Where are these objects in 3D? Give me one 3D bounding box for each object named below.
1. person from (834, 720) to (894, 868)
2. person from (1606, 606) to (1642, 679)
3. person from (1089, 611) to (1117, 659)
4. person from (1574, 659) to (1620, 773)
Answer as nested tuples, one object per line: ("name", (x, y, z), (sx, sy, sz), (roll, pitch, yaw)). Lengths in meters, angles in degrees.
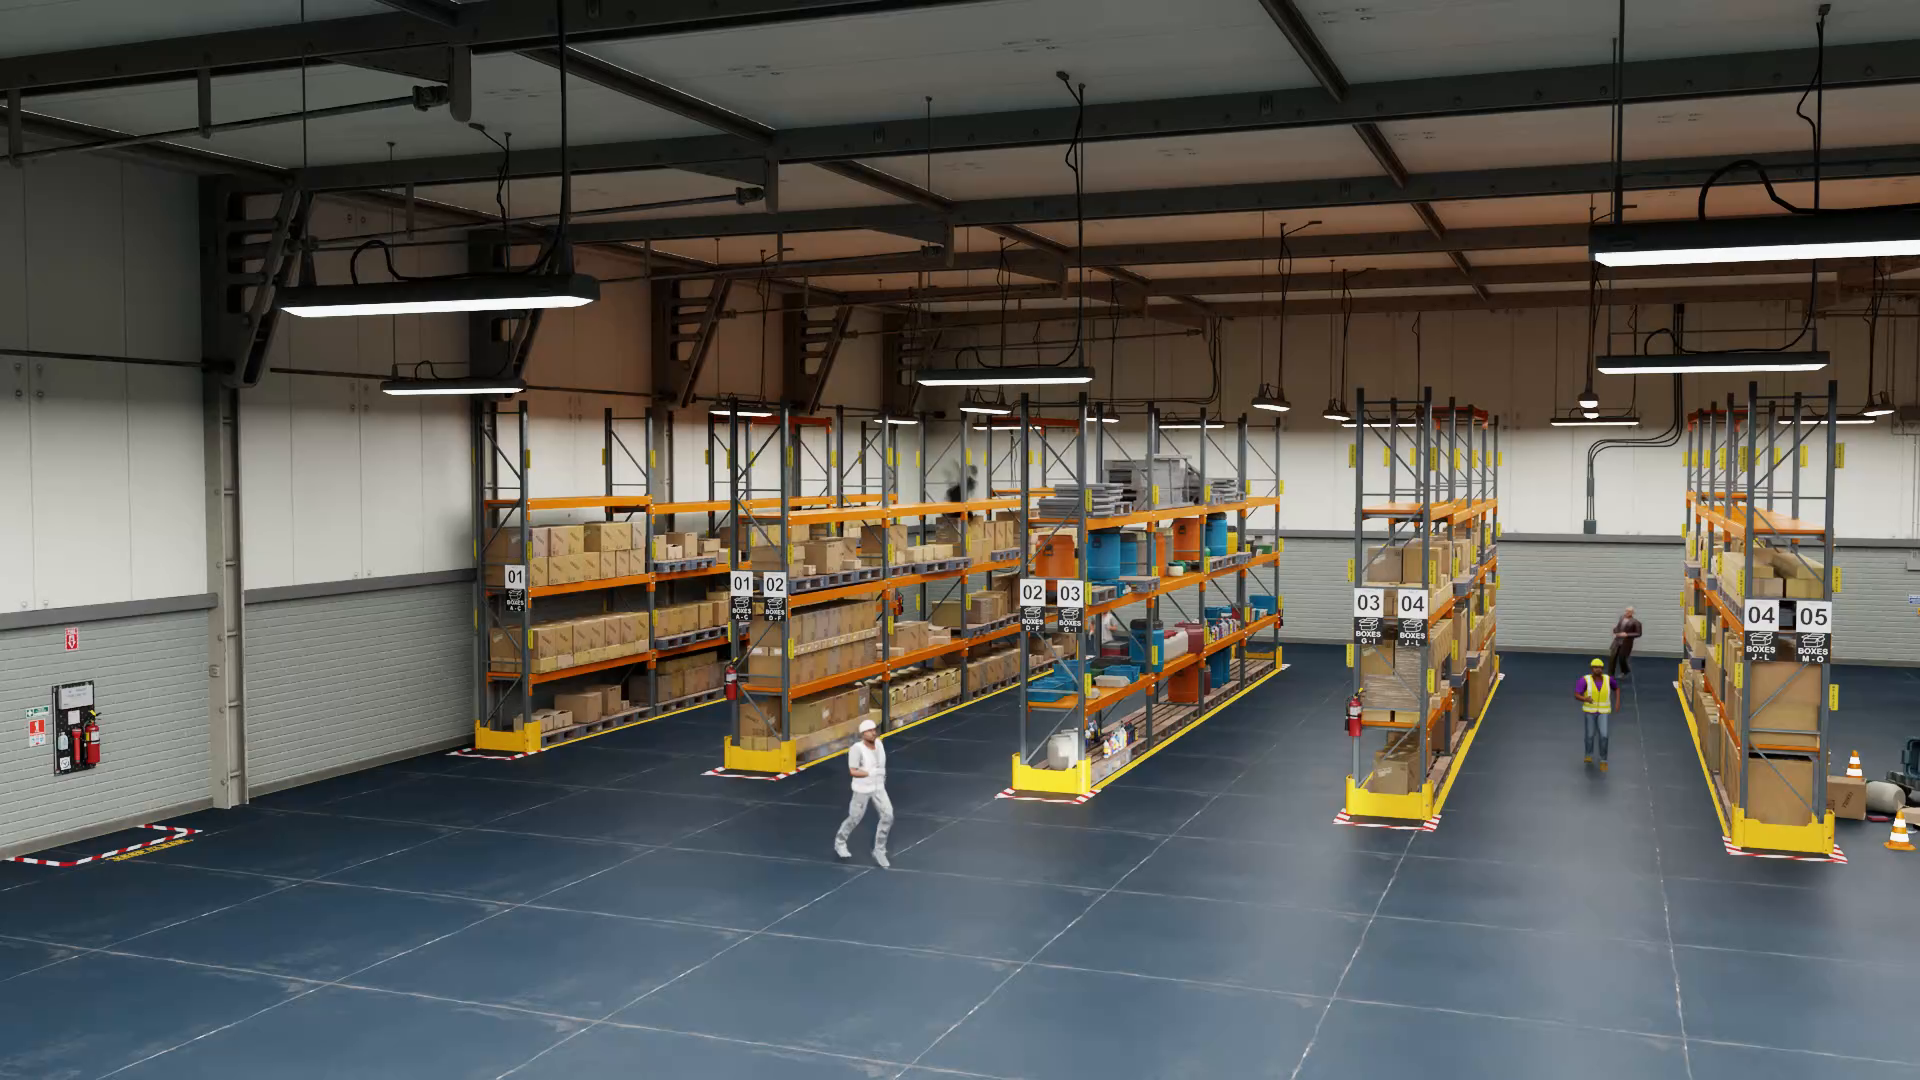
("person", (-1.147, 3.113, 20.534), (0.694, 1.824, 0.916), (-3, 4, -42))
("person", (14.961, 2.341, 37.285), (0.917, 1.738, 0.747), (-2, 3, -32))
("person", (3.203, 2.245, 37.246), (0.647, 1.759, 0.854), (0, 3, 6))
("person", (10.280, 2.828, 26.838), (0.724, 1.848, 0.757), (1, 3, 15))
